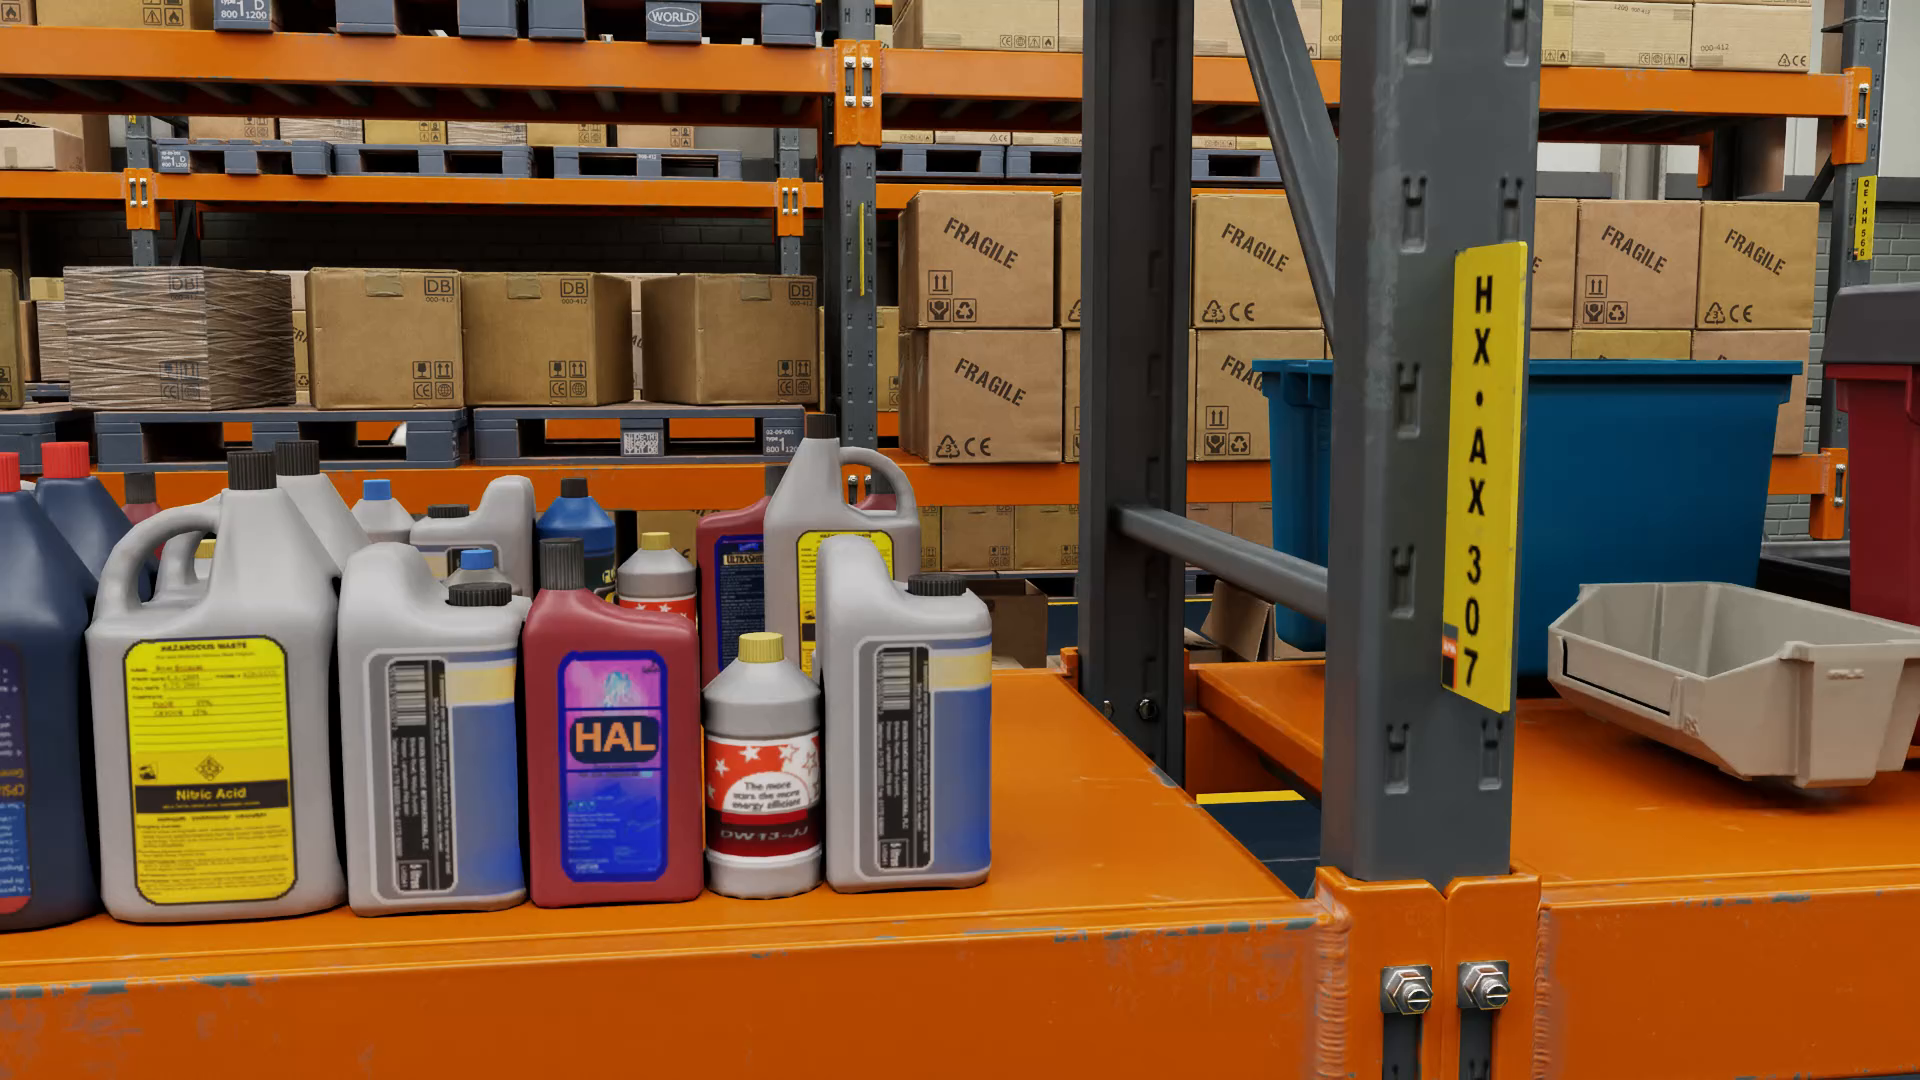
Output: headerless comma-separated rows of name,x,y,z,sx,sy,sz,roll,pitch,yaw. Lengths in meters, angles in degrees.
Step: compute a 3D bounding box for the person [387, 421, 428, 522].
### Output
person,-2.818,-0.099,8.657,0.986,1.606,0.478,2,7,13
